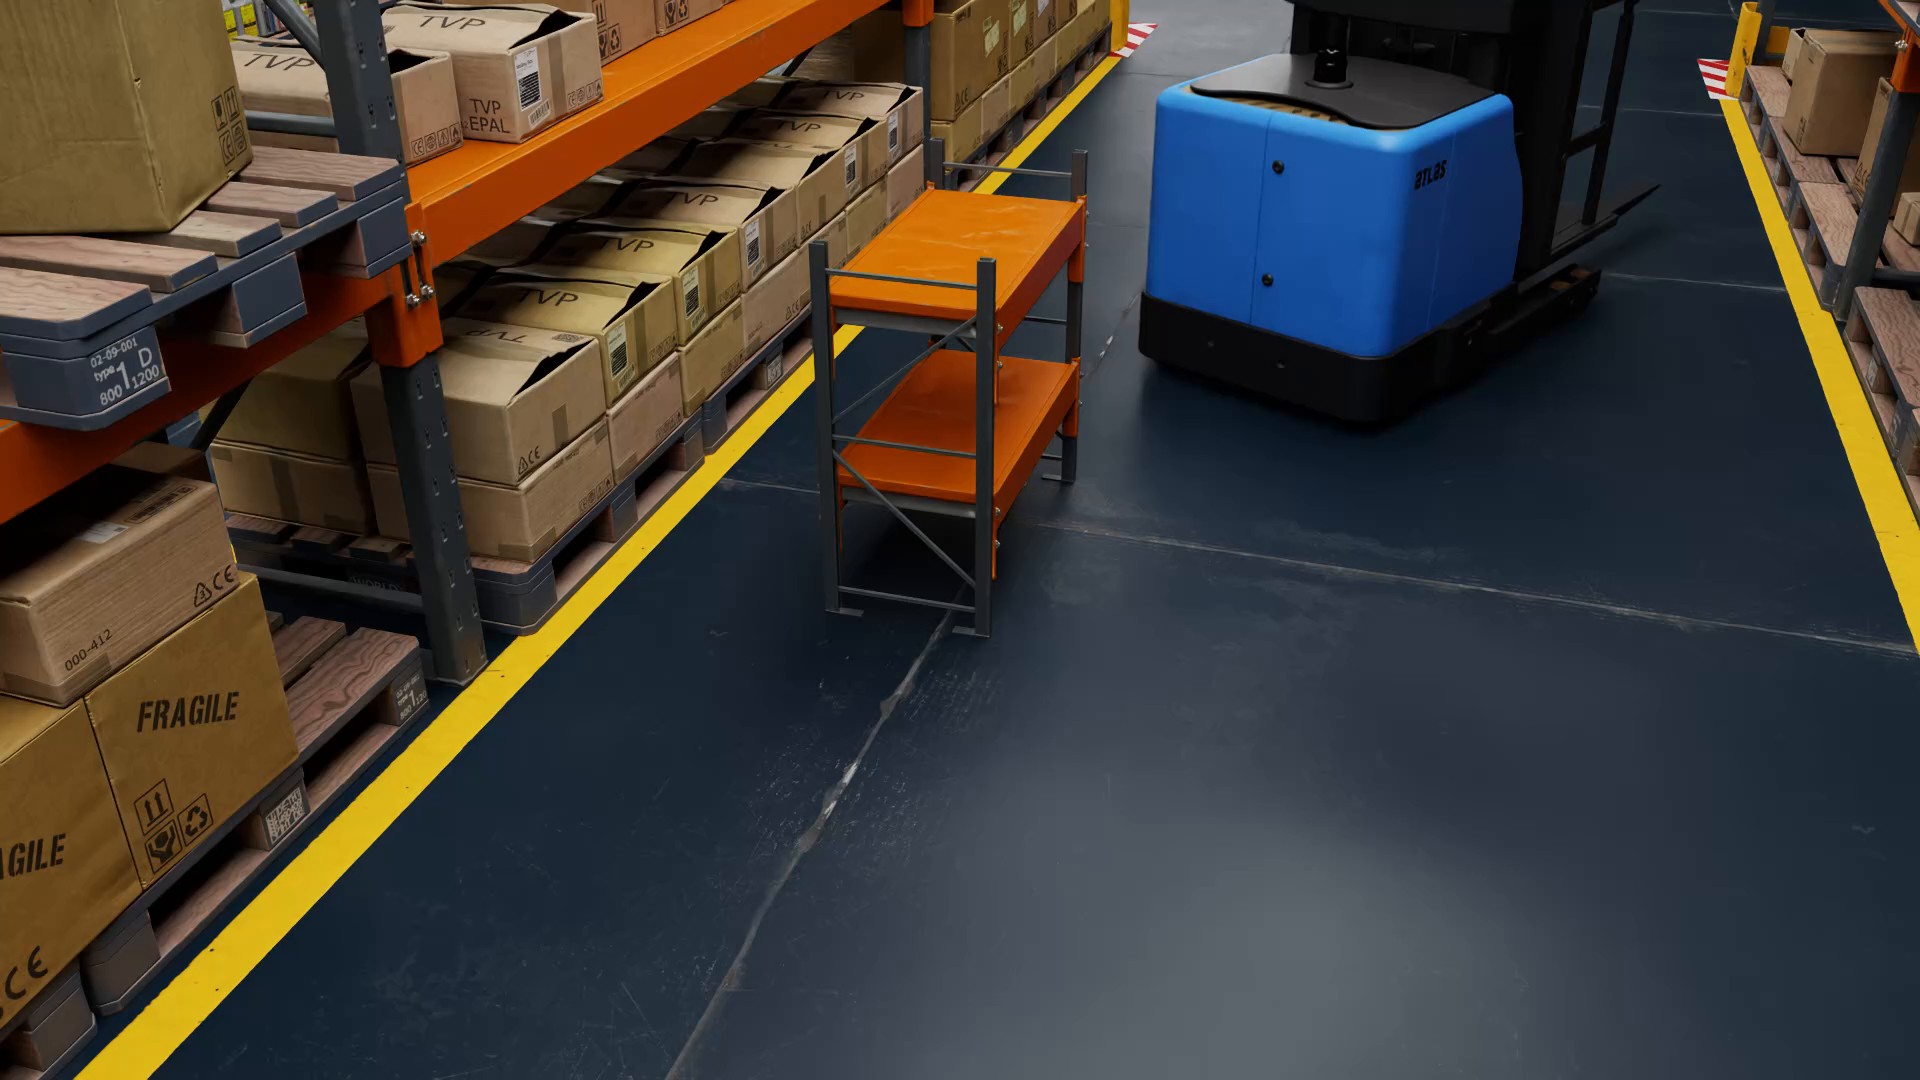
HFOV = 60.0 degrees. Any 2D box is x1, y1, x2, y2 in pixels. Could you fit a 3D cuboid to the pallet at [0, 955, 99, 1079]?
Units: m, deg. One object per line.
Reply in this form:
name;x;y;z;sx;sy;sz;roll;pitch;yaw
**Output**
pallet;-2.420;1.121;3.018;1.003;0.211;1.213;8;30;15

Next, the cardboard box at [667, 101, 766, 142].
cardboard box;-1.142;-1.702;7.044;0.500;0.311;0.500;8;30;14

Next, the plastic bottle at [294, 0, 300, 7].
plastic bottle;-4.328;-3.463;10.732;0.061;0.283;0.133;9;30;16

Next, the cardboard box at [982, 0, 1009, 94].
cardboard box;-0.056;-2.577;8.423;0.500;0.500;0.500;8;30;15

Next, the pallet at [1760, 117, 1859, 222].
pallet;4.625;-1.826;8.315;1.003;0.211;1.213;8;30;15

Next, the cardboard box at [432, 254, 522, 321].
cardboard box;-1.740;-0.753;5.337;0.500;0.311;0.500;8;30;14

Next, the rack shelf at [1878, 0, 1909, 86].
rack shelf;4.693;-2.773;7.890;1.077;0.370;4.000;8;30;15

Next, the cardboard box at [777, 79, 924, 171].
cardboard box;-0.476;-1.861;7.330;0.500;0.311;0.500;8;30;15

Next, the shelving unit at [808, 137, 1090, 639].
shelving unit;-0.002;-0.488;4.971;0.538;1.125;1.048;8;30;15

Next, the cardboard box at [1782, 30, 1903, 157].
cardboard box;4.560;-2.210;8.255;0.700;0.500;0.500;7;30;12

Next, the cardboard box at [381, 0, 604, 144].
cardboard box;-1.357;-1.354;4.689;0.500;0.311;0.500;8;30;14

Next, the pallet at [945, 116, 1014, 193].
pallet;-0.357;-2.009;8.643;1.003;0.211;1.213;8;30;15

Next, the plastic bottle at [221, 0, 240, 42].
plastic bottle;-4.551;-3.208;10.203;0.144;0.351;0.185;8;30;14

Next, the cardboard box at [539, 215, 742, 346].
cardboard box;-1.072;-0.915;5.629;0.500;0.311;0.500;8;30;14

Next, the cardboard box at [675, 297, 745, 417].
cardboard box;-1.077;-0.664;5.755;0.500;0.250;0.500;8;30;14

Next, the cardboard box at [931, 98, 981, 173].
cardboard box;-0.205;-2.018;8.188;0.500;0.250;0.500;8;30;15

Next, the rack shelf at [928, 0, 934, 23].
rack shelf;-0.044;-3.479;9.158;1.077;0.370;4.000;8;30;15

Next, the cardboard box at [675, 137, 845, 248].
cardboard box;-0.771;-1.387;6.478;0.500;0.311;0.500;8;30;15

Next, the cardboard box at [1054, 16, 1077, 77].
cardboard box;0.388;-2.946;9.857;0.500;0.250;0.500;8;30;15

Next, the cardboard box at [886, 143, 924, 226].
cardboard box;-0.475;-1.611;7.457;0.500;0.250;0.500;8;30;14

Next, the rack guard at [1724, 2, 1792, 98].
rack guard;5.258;-2.890;9.930;1.175;0.500;0.348;8;30;15

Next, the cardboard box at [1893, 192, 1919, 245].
cardboard box;4.234;-1.365;7.081;0.380;0.166;0.250;5;29;8

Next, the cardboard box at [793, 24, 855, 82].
cardboard box;-0.546;-2.651;8.554;0.500;0.500;0.500;8;30;15

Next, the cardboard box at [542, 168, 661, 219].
cardboard box;-1.440;-1.219;6.176;0.500;0.311;0.500;9;30;16

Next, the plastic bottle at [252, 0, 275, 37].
plastic bottle;-4.452;-3.339;10.516;0.152;0.276;0.135;8;30;13

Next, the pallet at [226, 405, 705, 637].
pallet;-1.526;-0.163;5.326;1.003;0.211;1.213;8;30;15

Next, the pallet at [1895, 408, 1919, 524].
pallet;3.522;-0.009;5.049;1.003;0.211;1.213;8;30;15

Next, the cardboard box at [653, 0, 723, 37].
cardboard box;-1.173;-2.075;5.792;0.500;0.500;0.500;9;30;15

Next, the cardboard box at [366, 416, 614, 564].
cardboard box;-1.370;-0.188;4.899;0.500;0.250;0.500;8;30;15

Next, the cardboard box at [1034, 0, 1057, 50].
cardboard box;0.243;-3.041;9.257;0.500;0.500;0.500;8;30;15

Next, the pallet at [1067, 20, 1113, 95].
pallet;0.359;-3.143;10.682;1.003;0.211;1.213;8;30;15

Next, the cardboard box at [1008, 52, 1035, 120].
cardboard box;0.099;-2.481;9.021;0.500;0.250;0.500;8;30;15

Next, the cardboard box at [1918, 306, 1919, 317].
cardboard box;3.906;-0.914;5.926;0.700;0.500;0.500;10;30;17

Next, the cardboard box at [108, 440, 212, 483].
cardboard box;-2.212;0.066;4.164;0.500;0.500;0.500;10;31;17

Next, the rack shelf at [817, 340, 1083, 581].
rack shelf;-0.002;-0.275;5.090;0.538;0.278;1.000;8;30;15

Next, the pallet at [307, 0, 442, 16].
pallet;-4.412;-3.794;11.852;1.003;0.211;1.213;8;30;15

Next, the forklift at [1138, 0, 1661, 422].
forklift;2.043;-2.331;6.425;1.130;2.935;3.031;23;37;35

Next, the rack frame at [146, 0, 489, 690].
rack frame;-1.805;-1.005;3.970;1.000;3.000;0.127;8;30;15

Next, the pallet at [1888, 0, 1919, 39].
pallet;3.742;-1.740;5.490;1.003;0.211;1.213;8;30;15

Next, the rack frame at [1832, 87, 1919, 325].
rack frame;4.106;-2.158;6.044;1.000;3.000;0.127;8;30;15

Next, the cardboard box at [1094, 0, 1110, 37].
cardboard box;0.668;-3.413;10.696;0.500;0.250;0.500;8;30;15

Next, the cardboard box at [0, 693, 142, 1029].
cardboard box;-2.007;0.604;3.197;0.500;0.500;0.500;7;30;13

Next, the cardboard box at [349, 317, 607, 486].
cardboard box;-1.370;-0.433;4.763;0.500;0.311;0.500;10;30;17

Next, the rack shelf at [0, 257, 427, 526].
rack shelf;-2.392;0.239;2.474;1.077;0.370;4.000;8;30;15

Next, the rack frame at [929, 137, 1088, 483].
rack frame;0.147;-0.725;5.396;0.500;1.125;0.032;8;30;15

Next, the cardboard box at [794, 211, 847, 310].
cardboard box;-0.775;-1.139;6.608;0.500;0.250;0.500;9;30;16
